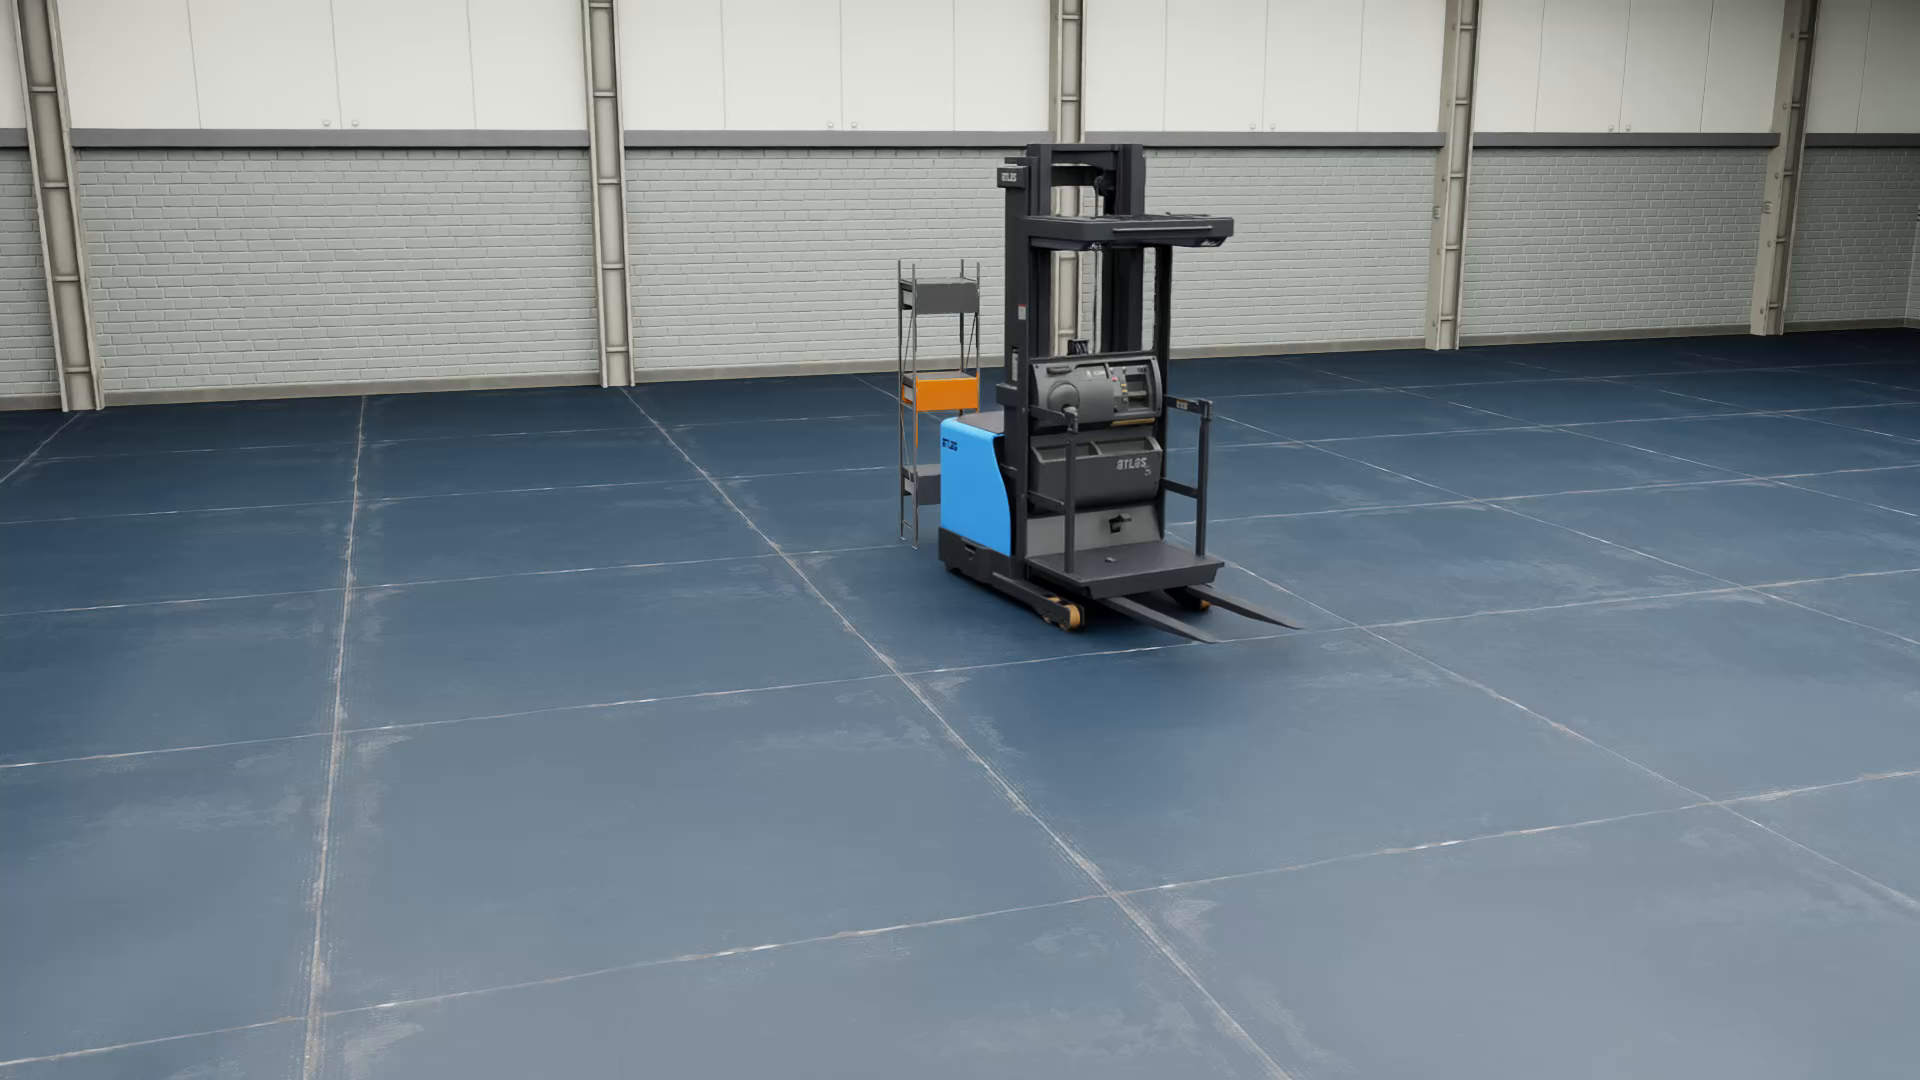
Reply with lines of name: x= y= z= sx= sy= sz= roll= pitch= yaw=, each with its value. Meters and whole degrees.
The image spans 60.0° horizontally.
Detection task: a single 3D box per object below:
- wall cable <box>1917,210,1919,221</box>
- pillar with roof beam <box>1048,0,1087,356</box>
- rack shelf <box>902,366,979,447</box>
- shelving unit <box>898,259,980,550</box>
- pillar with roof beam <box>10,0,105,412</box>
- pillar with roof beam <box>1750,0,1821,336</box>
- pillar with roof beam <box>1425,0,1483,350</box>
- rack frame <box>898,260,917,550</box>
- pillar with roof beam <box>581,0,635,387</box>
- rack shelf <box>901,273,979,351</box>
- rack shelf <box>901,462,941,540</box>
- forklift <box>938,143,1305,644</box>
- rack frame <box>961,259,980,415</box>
wall cable: x=15.993 y=-6.060 z=25.383 sx=0.112 sy=2.526 sz=3.097 roll=-4 pitch=14 yaw=-18
pillar with roof beam: x=2.779 y=-5.813 z=17.636 sx=0.400 sy=9.000 sz=9.100 roll=-4 pitch=14 yaw=-18
rack shelf: x=-0.157 y=-0.996 z=12.352 sx=0.480 sy=0.518 sz=0.431 roll=-4 pitch=14 yaw=-18
shelving unit: x=-0.157 y=-1.009 z=12.348 sx=0.503 sy=2.100 sz=0.431 roll=-4 pitch=14 yaw=-18
pillar with roof beam: x=-8.595 y=-4.928 z=13.913 sx=0.400 sy=9.000 sz=9.100 roll=-4 pitch=14 yaw=-18
pillar with roof beam: x=14.152 y=-6.699 z=21.360 sx=0.400 sy=9.000 sz=9.100 roll=-4 pitch=14 yaw=-18
pillar with roof beam: x=8.465 y=-6.256 z=19.498 sx=0.400 sy=9.000 sz=9.100 roll=-4 pitch=14 yaw=-18
rack frame: x=-0.388 y=-0.991 z=12.273 sx=0.015 sy=2.100 sz=0.400 roll=-4 pitch=14 yaw=-18
pillar with roof beam: x=-2.908 y=-5.370 z=15.774 sx=0.400 sy=9.000 sz=9.100 roll=-4 pitch=14 yaw=-18
rack shelf: x=-0.157 y=-1.677 z=12.190 sx=0.480 sy=0.518 sz=0.431 roll=-4 pitch=14 yaw=-18
rack shelf: x=-0.157 y=-0.315 z=12.514 sx=0.480 sy=0.518 sz=0.431 roll=-4 pitch=14 yaw=-18
forklift: x=0.983 y=-0.982 z=10.437 sx=1.130 sy=2.935 sz=3.031 roll=-7 pitch=15 yaw=-27
rack frame: x=0.074 y=-1.027 z=12.424 sx=0.015 sy=2.100 sz=0.400 roll=-4 pitch=14 yaw=-18
